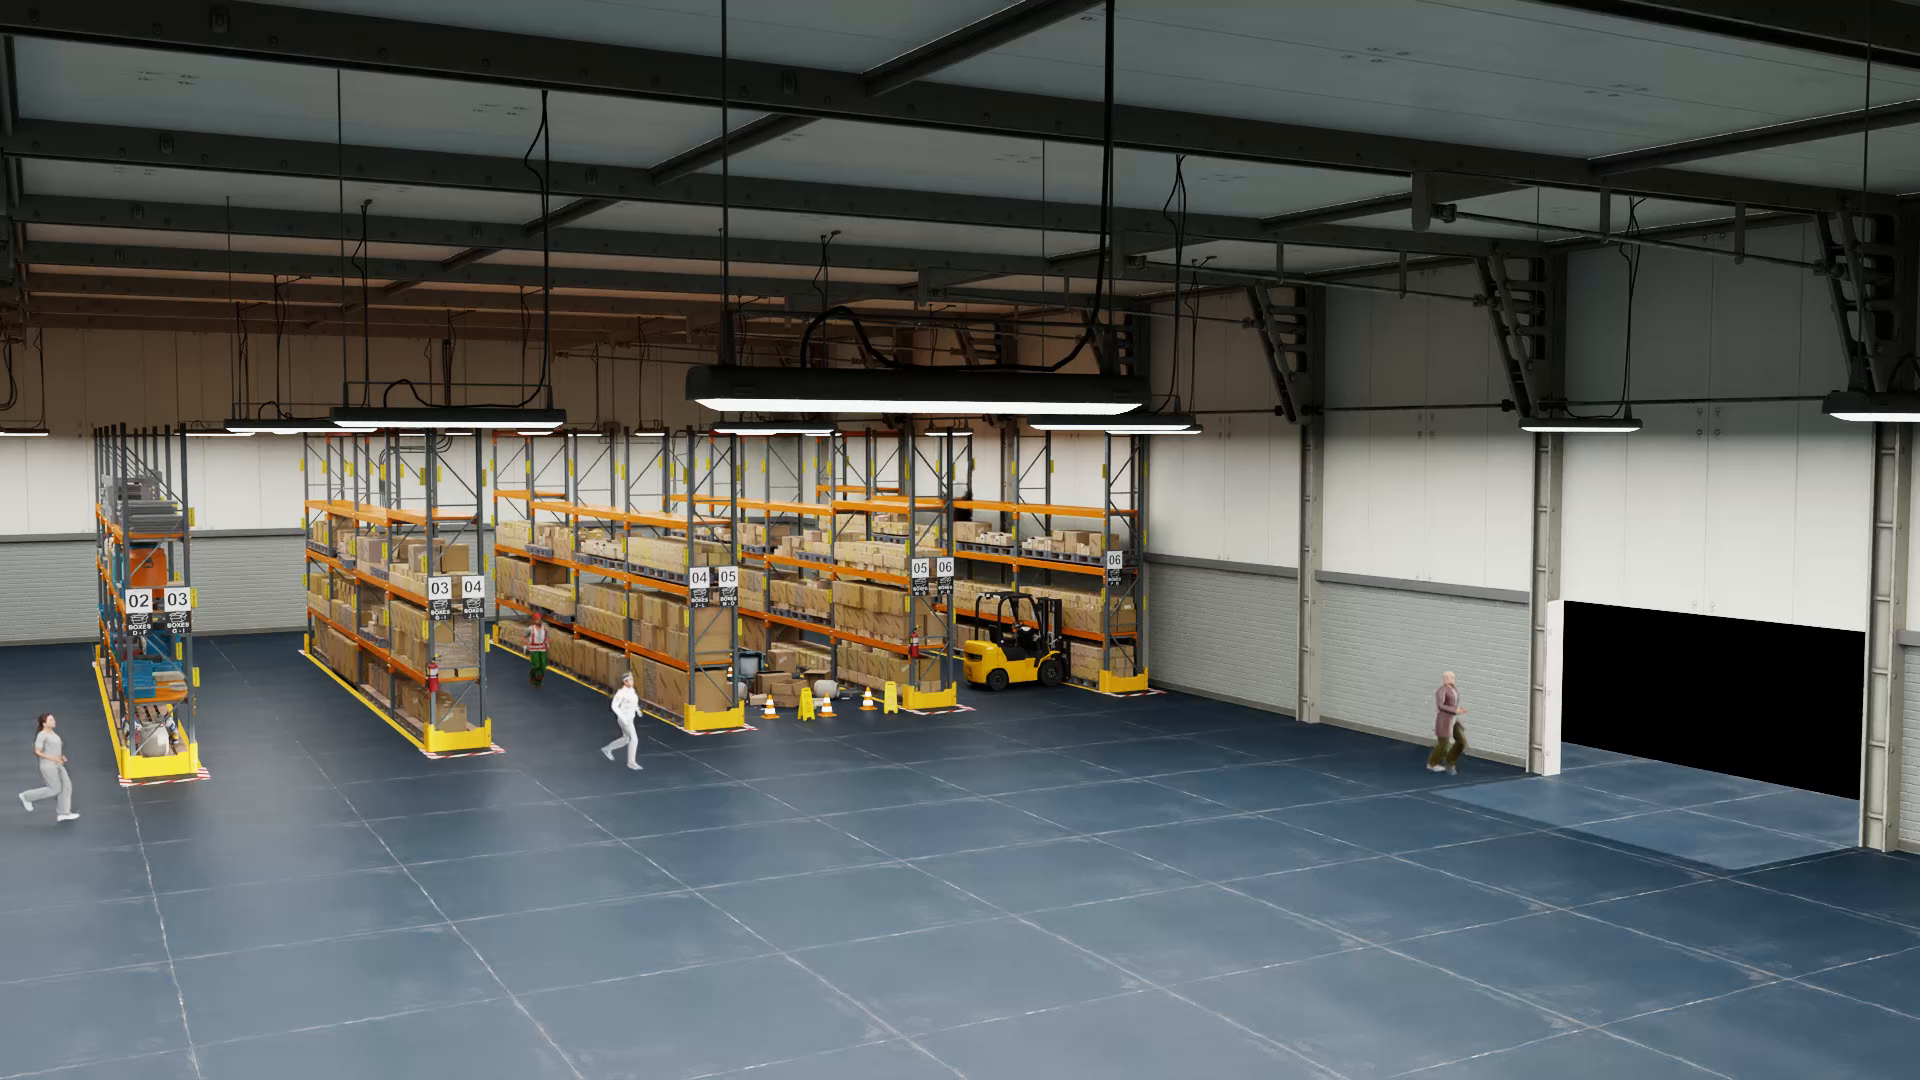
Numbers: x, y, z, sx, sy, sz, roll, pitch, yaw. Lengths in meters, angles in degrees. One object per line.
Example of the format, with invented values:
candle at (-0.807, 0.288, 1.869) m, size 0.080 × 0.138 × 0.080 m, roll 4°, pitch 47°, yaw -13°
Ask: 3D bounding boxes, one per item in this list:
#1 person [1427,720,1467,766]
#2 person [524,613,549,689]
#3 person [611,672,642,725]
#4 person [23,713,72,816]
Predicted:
person at (8.300, 3.405, 28.400) m, size 0.385 × 0.961 × 0.636 m, roll -3°, pitch 5°, yaw -42°
person at (-9.670, 2.550, 37.946) m, size 0.545 × 1.741 × 0.587 m, roll -2°, pitch 4°, yaw -32°
person at (-5.770, 2.732, 28.915) m, size 0.398 × 0.899 × 0.622 m, roll 1°, pitch 4°, yaw 12°
person at (-13.690, 3.371, 24.971) m, size 0.629 × 1.565 × 0.580 m, roll 0°, pitch 3°, yaw -5°
